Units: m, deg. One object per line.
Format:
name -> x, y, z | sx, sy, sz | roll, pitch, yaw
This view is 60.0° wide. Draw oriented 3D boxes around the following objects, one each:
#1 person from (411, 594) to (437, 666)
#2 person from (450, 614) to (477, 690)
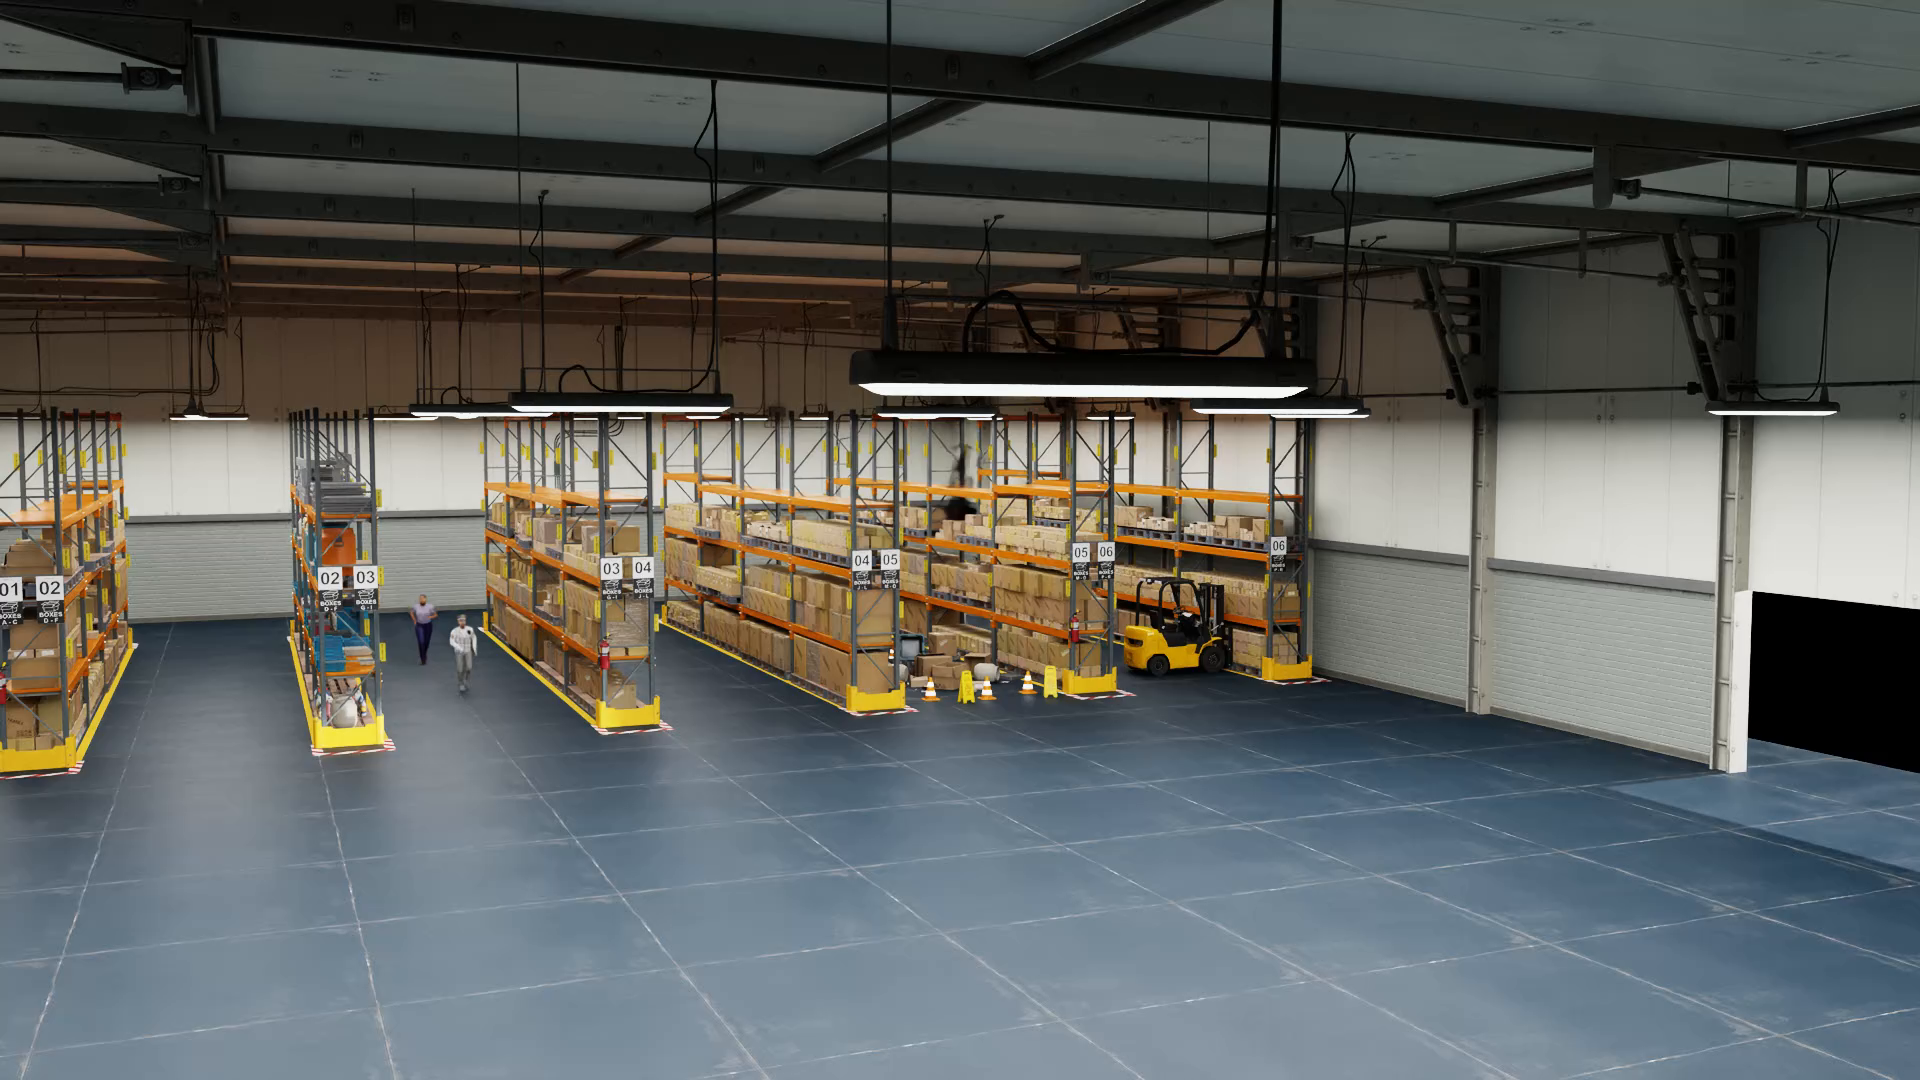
person -> -12.776, 2.127, 39.689 | 0.588, 1.681, 0.850 | -2, 4, -26
person -> -10.615, 2.404, 35.599 | 0.592, 1.648, 0.634 | -2, 4, -26
